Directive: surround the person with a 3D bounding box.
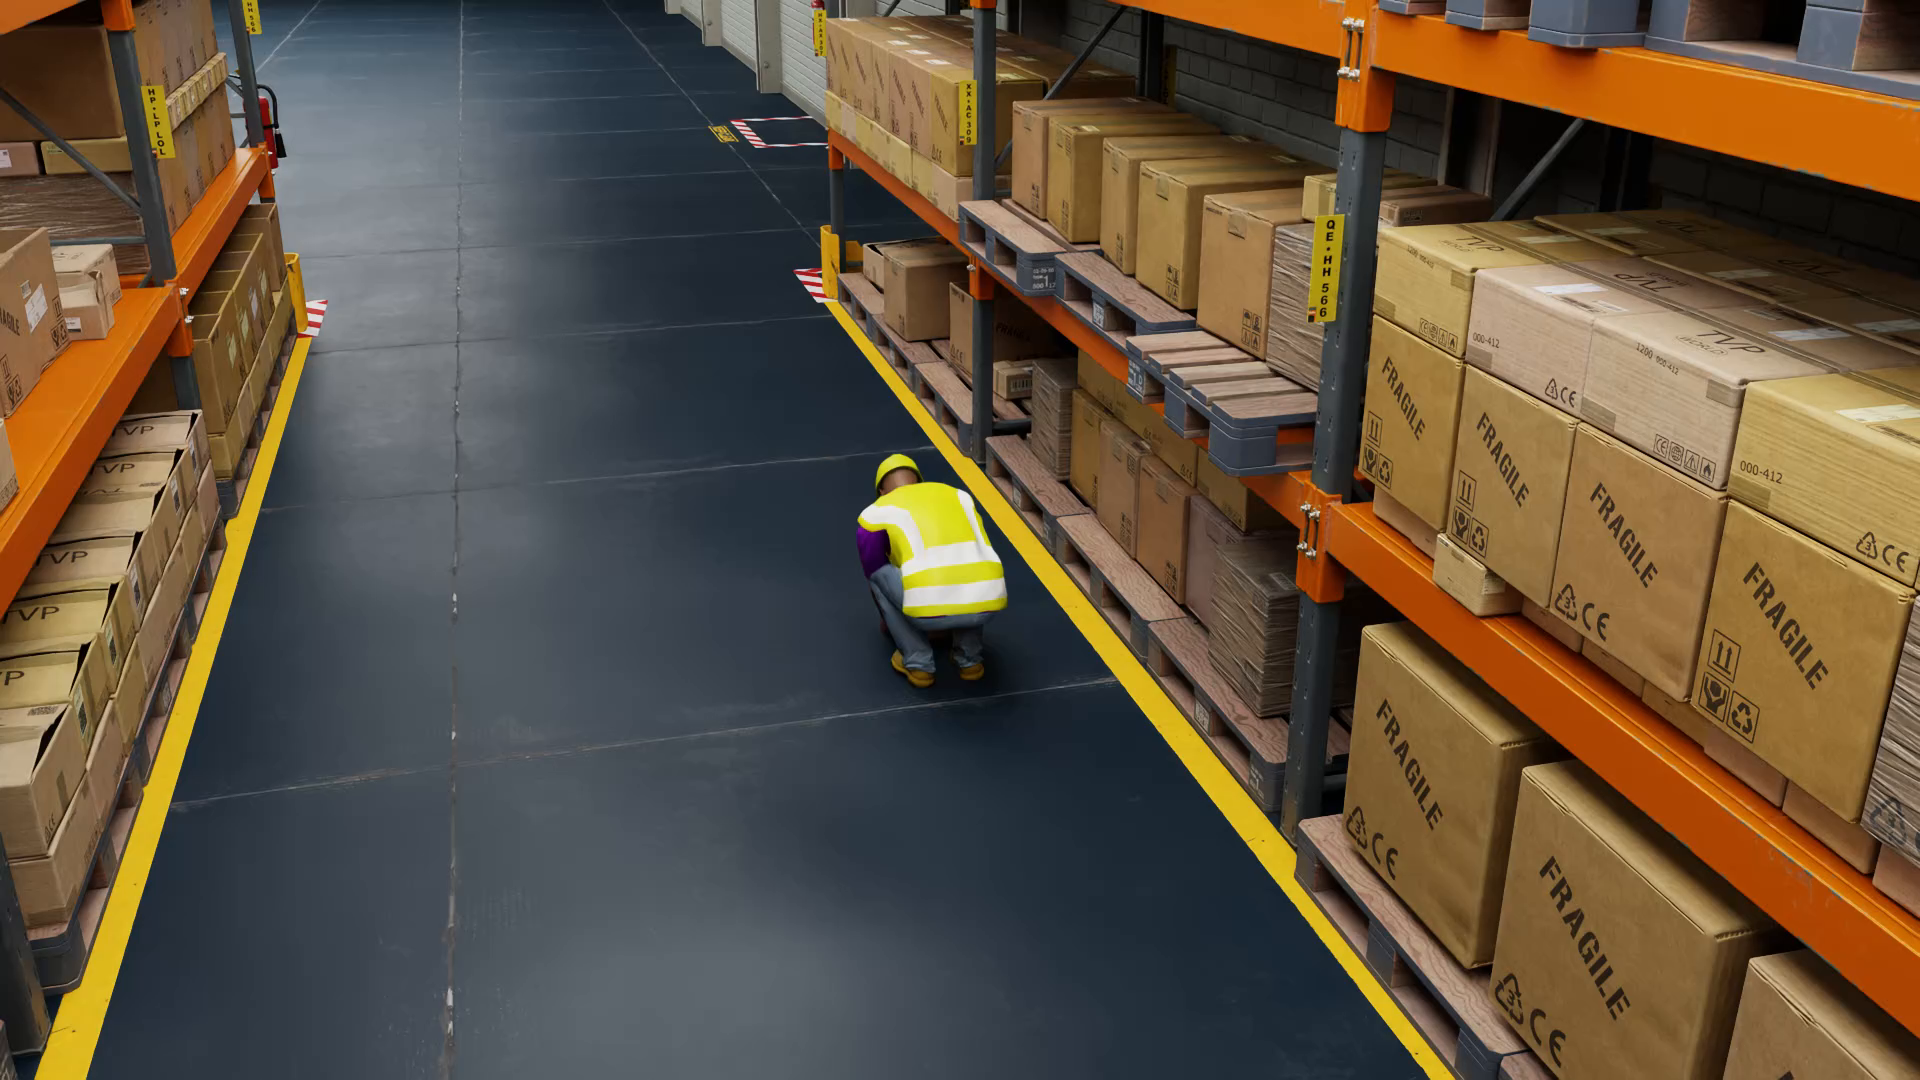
[{"bbox_3d":[-0.127,0.076,6.965,0.499,0.924,0.975,-7,24,-17],"label":"person"}]
